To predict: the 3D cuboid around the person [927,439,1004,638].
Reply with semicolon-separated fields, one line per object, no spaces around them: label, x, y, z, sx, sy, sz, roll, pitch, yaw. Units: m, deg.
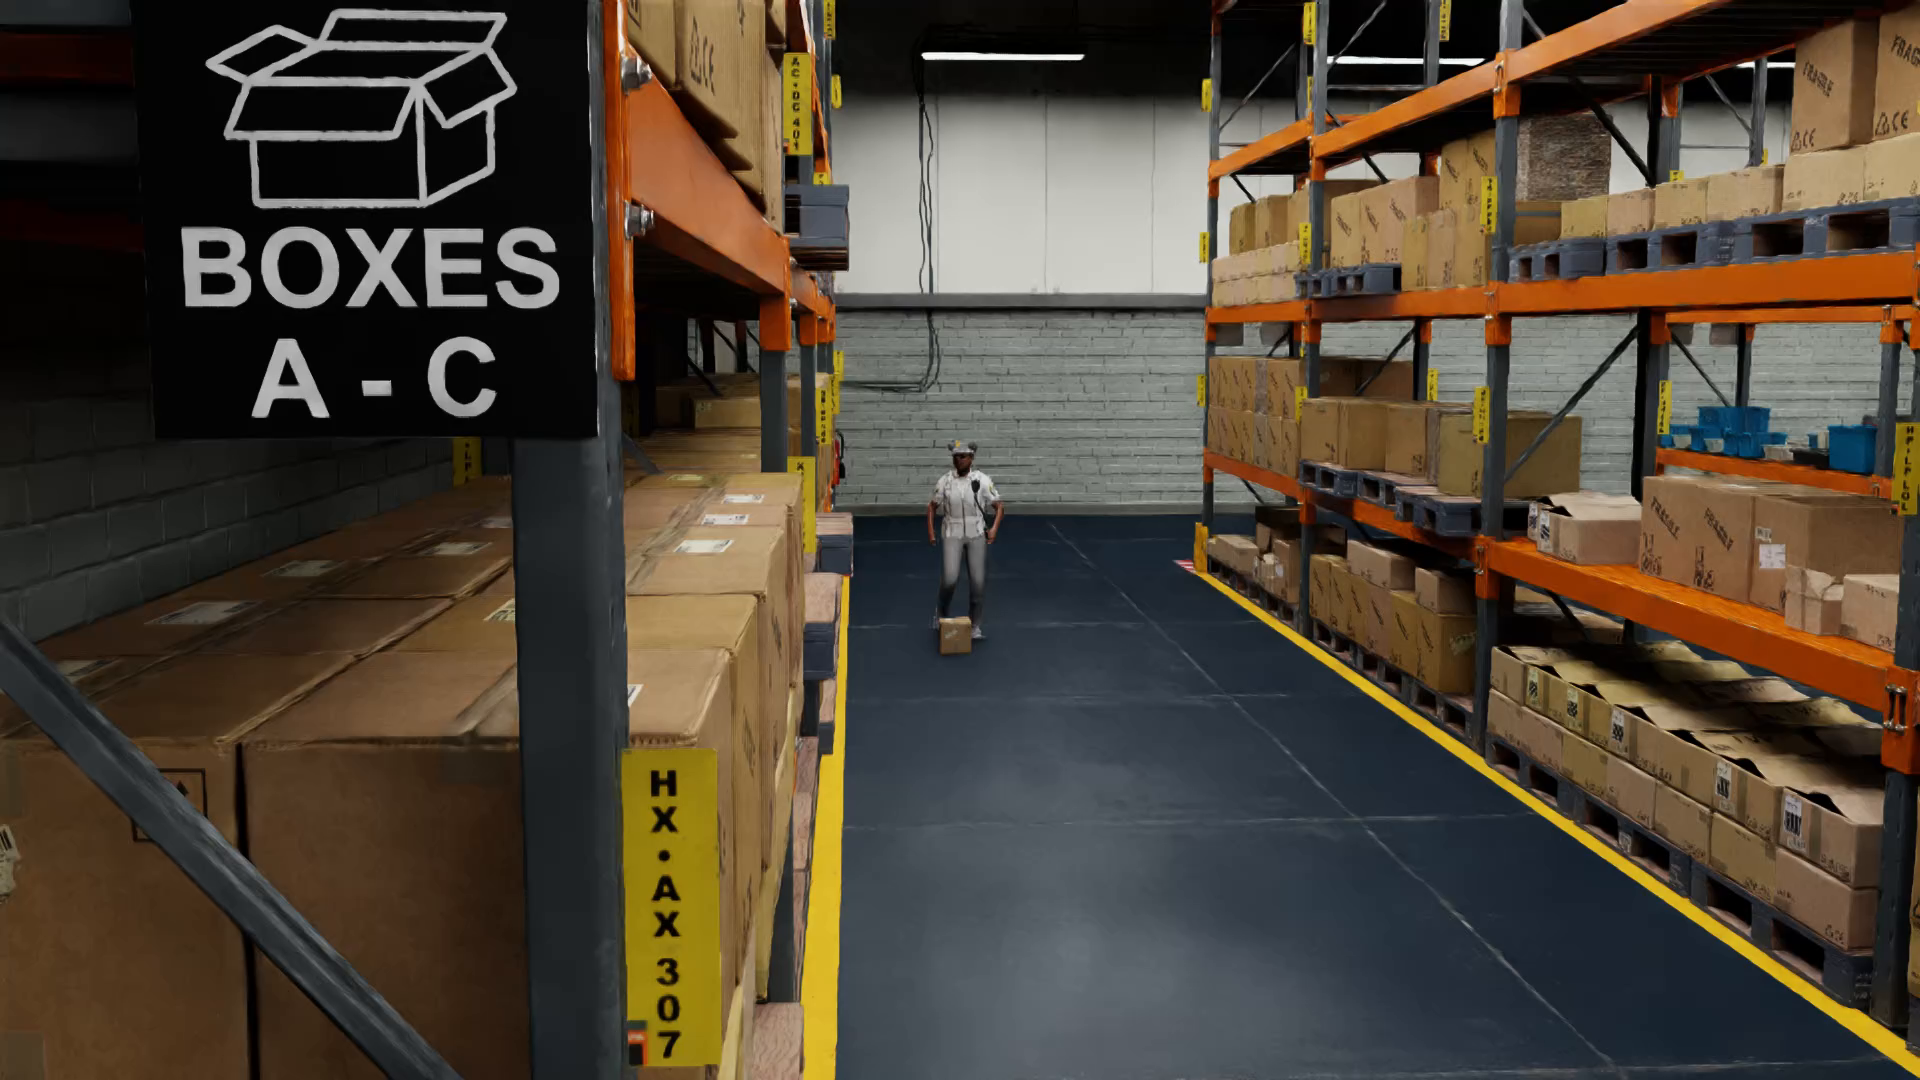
person;0.048;-0.009;13.789;0.639;1.659;0.467;0;7;-3
